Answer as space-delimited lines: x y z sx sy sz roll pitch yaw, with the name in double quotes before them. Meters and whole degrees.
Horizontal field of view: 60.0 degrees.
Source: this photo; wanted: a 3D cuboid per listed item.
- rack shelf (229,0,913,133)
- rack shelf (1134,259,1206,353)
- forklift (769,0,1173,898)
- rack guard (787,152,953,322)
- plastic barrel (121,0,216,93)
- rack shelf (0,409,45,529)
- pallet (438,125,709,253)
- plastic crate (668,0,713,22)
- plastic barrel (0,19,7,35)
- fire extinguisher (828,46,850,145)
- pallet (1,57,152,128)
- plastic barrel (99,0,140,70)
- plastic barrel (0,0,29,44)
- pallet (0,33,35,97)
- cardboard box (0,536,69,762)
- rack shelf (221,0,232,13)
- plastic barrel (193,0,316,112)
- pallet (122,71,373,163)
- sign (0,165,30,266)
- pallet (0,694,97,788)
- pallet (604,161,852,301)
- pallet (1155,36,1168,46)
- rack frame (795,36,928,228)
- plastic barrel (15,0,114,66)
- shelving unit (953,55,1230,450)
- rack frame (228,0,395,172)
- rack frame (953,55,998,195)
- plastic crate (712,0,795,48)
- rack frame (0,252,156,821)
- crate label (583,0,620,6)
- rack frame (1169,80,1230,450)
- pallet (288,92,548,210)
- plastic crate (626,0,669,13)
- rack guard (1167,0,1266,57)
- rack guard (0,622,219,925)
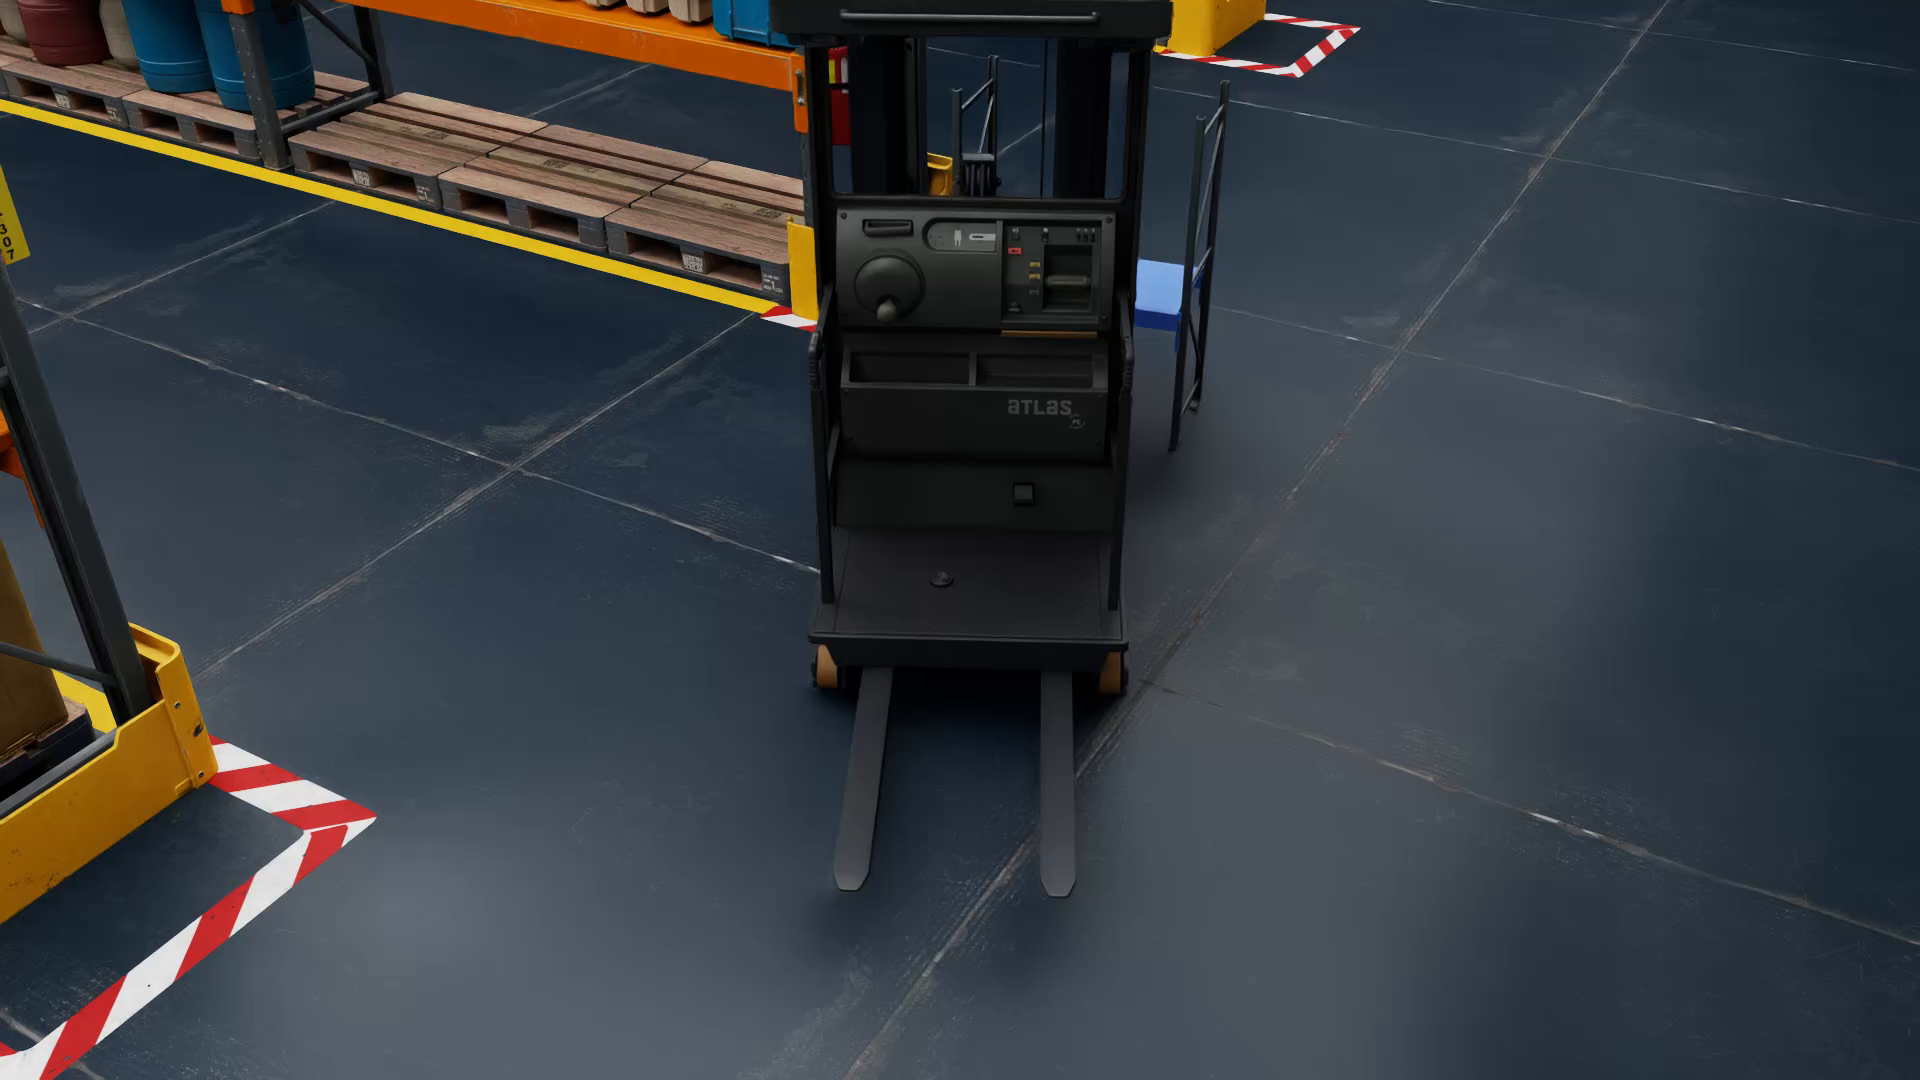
"rack shelf" -2.207 -2.890 9.032 4.000 0.370 1.077 18 37 24
"rack shelf" 0.546 -1.101 7.375 1.000 0.185 0.538 11 35 16
"forklift" 0.045 -0.850 5.382 1.130 2.935 3.031 1 34 2
"rack guard" -0.444 -1.598 8.699 0.348 0.500 1.175 18 37 24
"plastic barrel" -5.022 -3.393 10.654 0.708 0.901 0.600 18 37 24
"rack shelf" -4.665 -0.506 5.453 4.000 0.370 1.077 18 37 24
"pallet" -2.223 -2.060 9.653 1.213 0.211 1.003 18 37 24
"plastic crate" -1.269 -2.692 8.269 0.243 0.136 0.396 18 37 24
"plastic barrel" -6.983 -3.984 11.606 0.708 0.830 0.600 18 37 24
"fire extinguisher" -0.565 -2.192 7.741 0.183 0.674 0.296 18 37 24
"pallet" -5.656 -3.146 11.284 1.213 0.211 1.003 18 37 24
"plastic barrel" -5.468 -3.429 11.059 0.421 0.512 0.421 0 34 0
"plastic barrel" -6.449 -3.740 11.526 0.421 0.512 0.421 0 34 0
"pallet" -6.711 -3.482 11.788 1.213 0.211 1.003 18 37 24
"cardboard box" -3.524 0.316 5.107 0.875 0.875 0.875 18 37 24
"rack shelf" -5.680 -3.990 10.684 4.000 0.370 1.077 18 37 24
"plastic barrel" -4.408 -3.198 10.361 0.708 0.901 0.600 18 37 24
"pallet" -4.593 -2.811 10.781 1.213 0.211 1.003 18 37 24
"sign" -2.648 -0.914 4.564 0.005 0.325 0.100 18 37 24
"pallet" -3.662 0.723 5.474 1.213 0.211 1.003 18 37 24
"pallet" -1.168 -1.724 9.149 1.213 0.211 1.003 18 37 24
"pallet" 1.231 -4.101 12.718 1.213 0.211 1.003 18 37 24
"rack frame" -0.471 -2.639 8.007 0.127 3.000 1.000 18 37 24
"plastic barrel" -6.003 -3.573 11.207 0.708 0.588 0.600 18 37 24
"shelving unit" 0.546 -1.251 7.275 1.048 1.500 0.538 11 35 16
"rack frame" -3.944 -3.739 9.659 0.127 3.000 1.000 18 37 24
"rack frame" 0.067 -1.345 7.416 0.032 1.500 0.500 11 35 16
"plastic crate" -0.854 -2.681 7.984 0.499 0.435 0.616 18 37 24
"rack frame" -2.928 -0.256 4.428 0.127 3.000 1.000 18 37 24
"crate label" -1.767 -2.843 8.497 0.243 0.136 0.396 18 37 24
"rack frame" 1.025 -1.157 7.134 0.032 1.500 0.500 11 35 16
"pallet" -3.286 -2.395 10.156 1.213 0.211 1.003 18 37 24
"plastic crate" -1.513 -2.778 8.400 0.243 0.136 0.396 18 37 24
"rack guard" 1.924 -4.002 12.309 0.348 0.500 1.175 18 37 24
"rack guard" -2.908 0.791 5.111 0.348 0.500 1.175 18 37 24
